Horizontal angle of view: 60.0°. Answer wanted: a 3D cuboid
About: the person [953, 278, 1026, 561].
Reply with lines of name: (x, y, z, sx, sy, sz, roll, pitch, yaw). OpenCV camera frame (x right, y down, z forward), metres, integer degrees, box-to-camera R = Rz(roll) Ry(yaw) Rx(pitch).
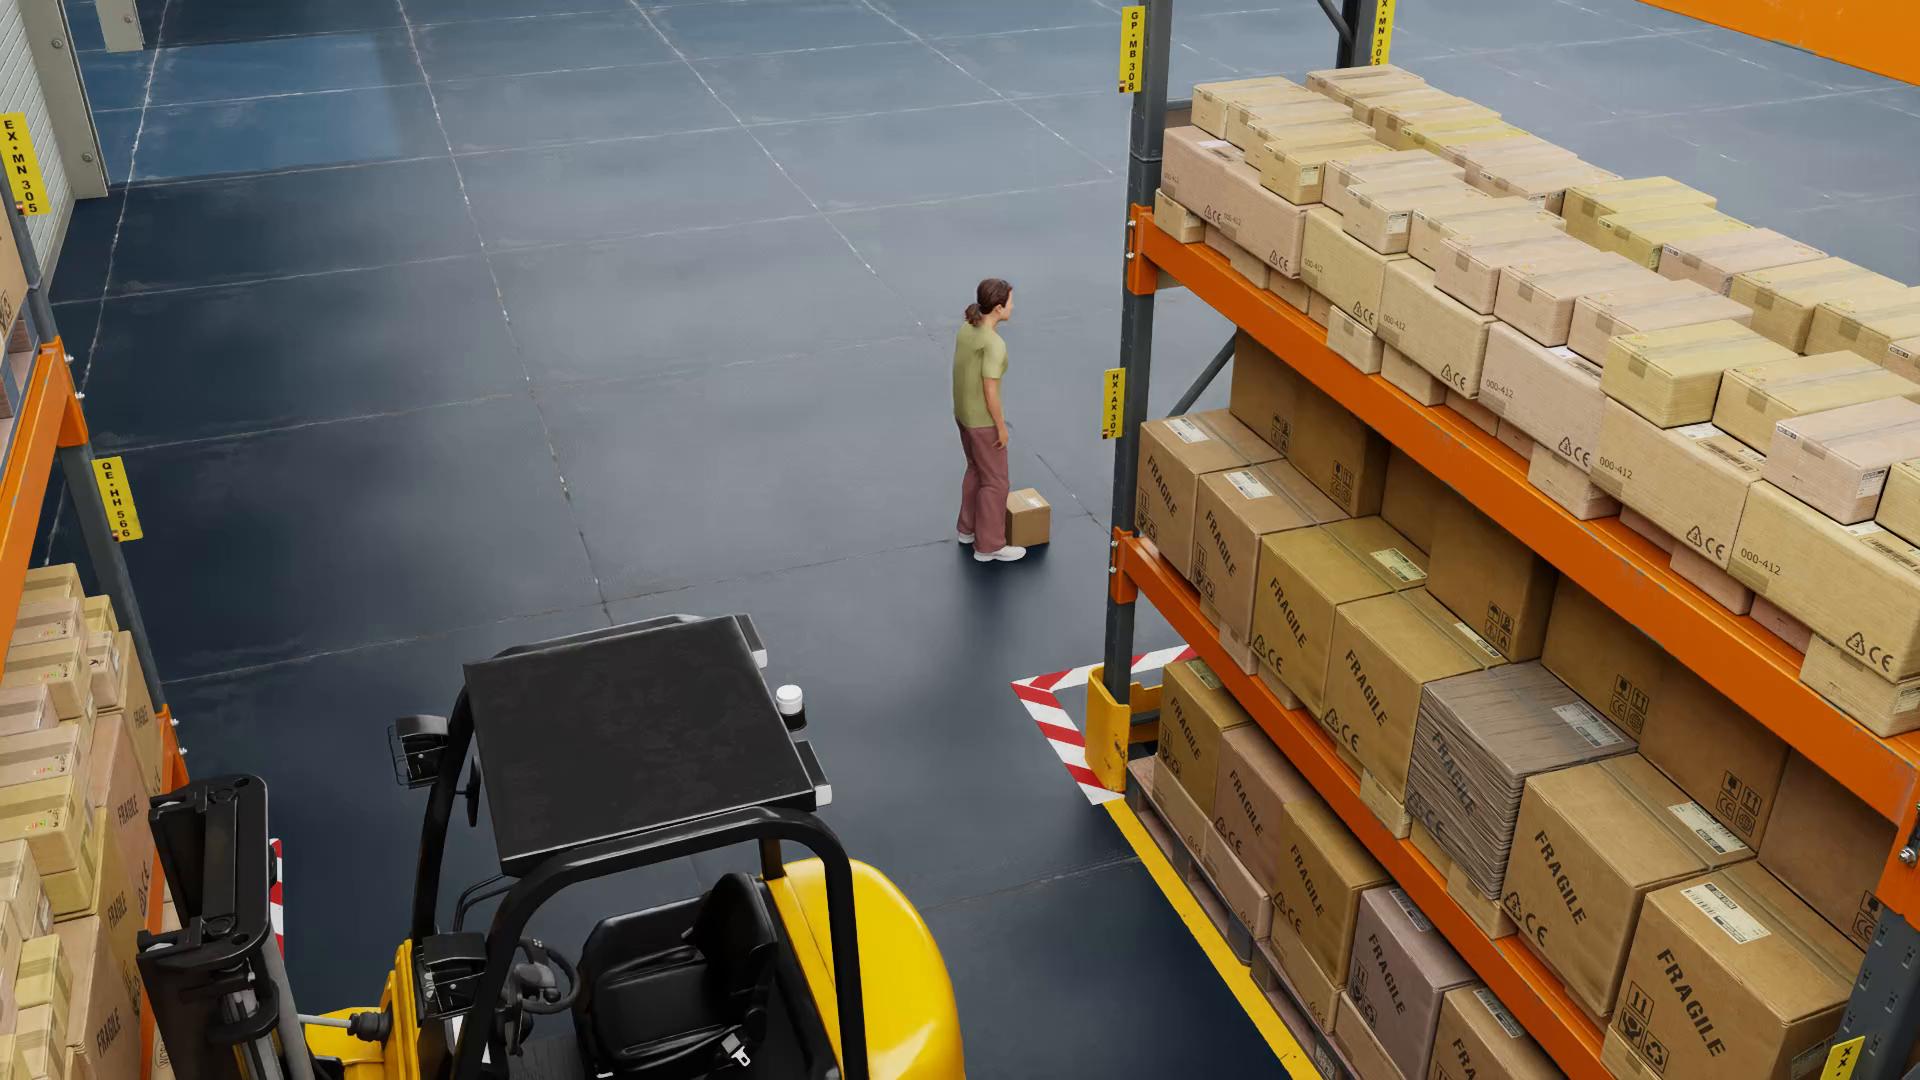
person: (0.146, -0.699, 9.553, 0.350, 1.672, 0.507, -11, 32, -18)
